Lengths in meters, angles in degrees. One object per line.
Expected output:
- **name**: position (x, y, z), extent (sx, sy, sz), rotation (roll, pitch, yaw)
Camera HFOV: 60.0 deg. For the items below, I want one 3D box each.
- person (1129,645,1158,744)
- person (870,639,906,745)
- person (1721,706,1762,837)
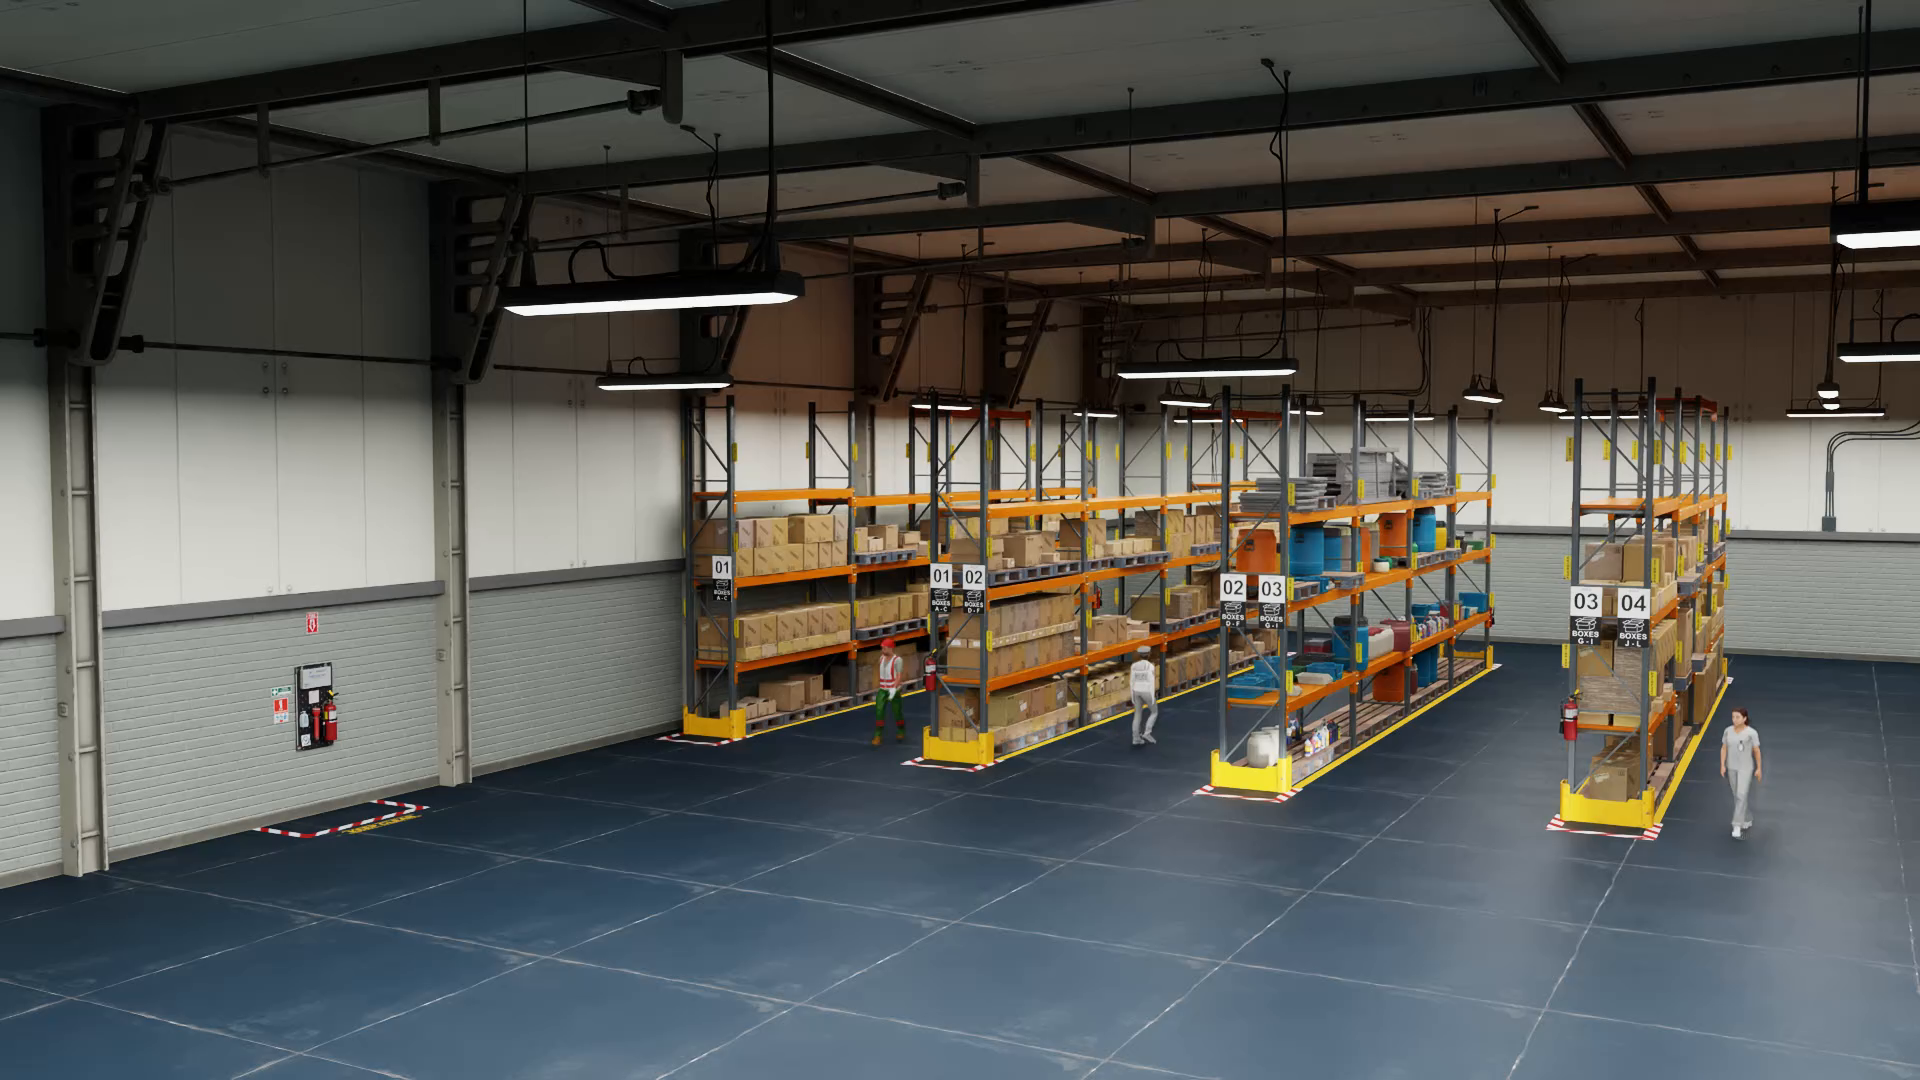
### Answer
- **person**: position (3.134, 2.655, 28.520), extent (0.522, 1.678, 0.500), rotation (3, 4, 40)
- **person**: position (-1.244, 2.599, 28.650), extent (0.551, 1.776, 0.852), rotation (2, 4, 32)
- **person**: position (10.213, 3.008, 21.829), extent (0.871, 1.638, 0.504), rotation (-2, 4, -35)
